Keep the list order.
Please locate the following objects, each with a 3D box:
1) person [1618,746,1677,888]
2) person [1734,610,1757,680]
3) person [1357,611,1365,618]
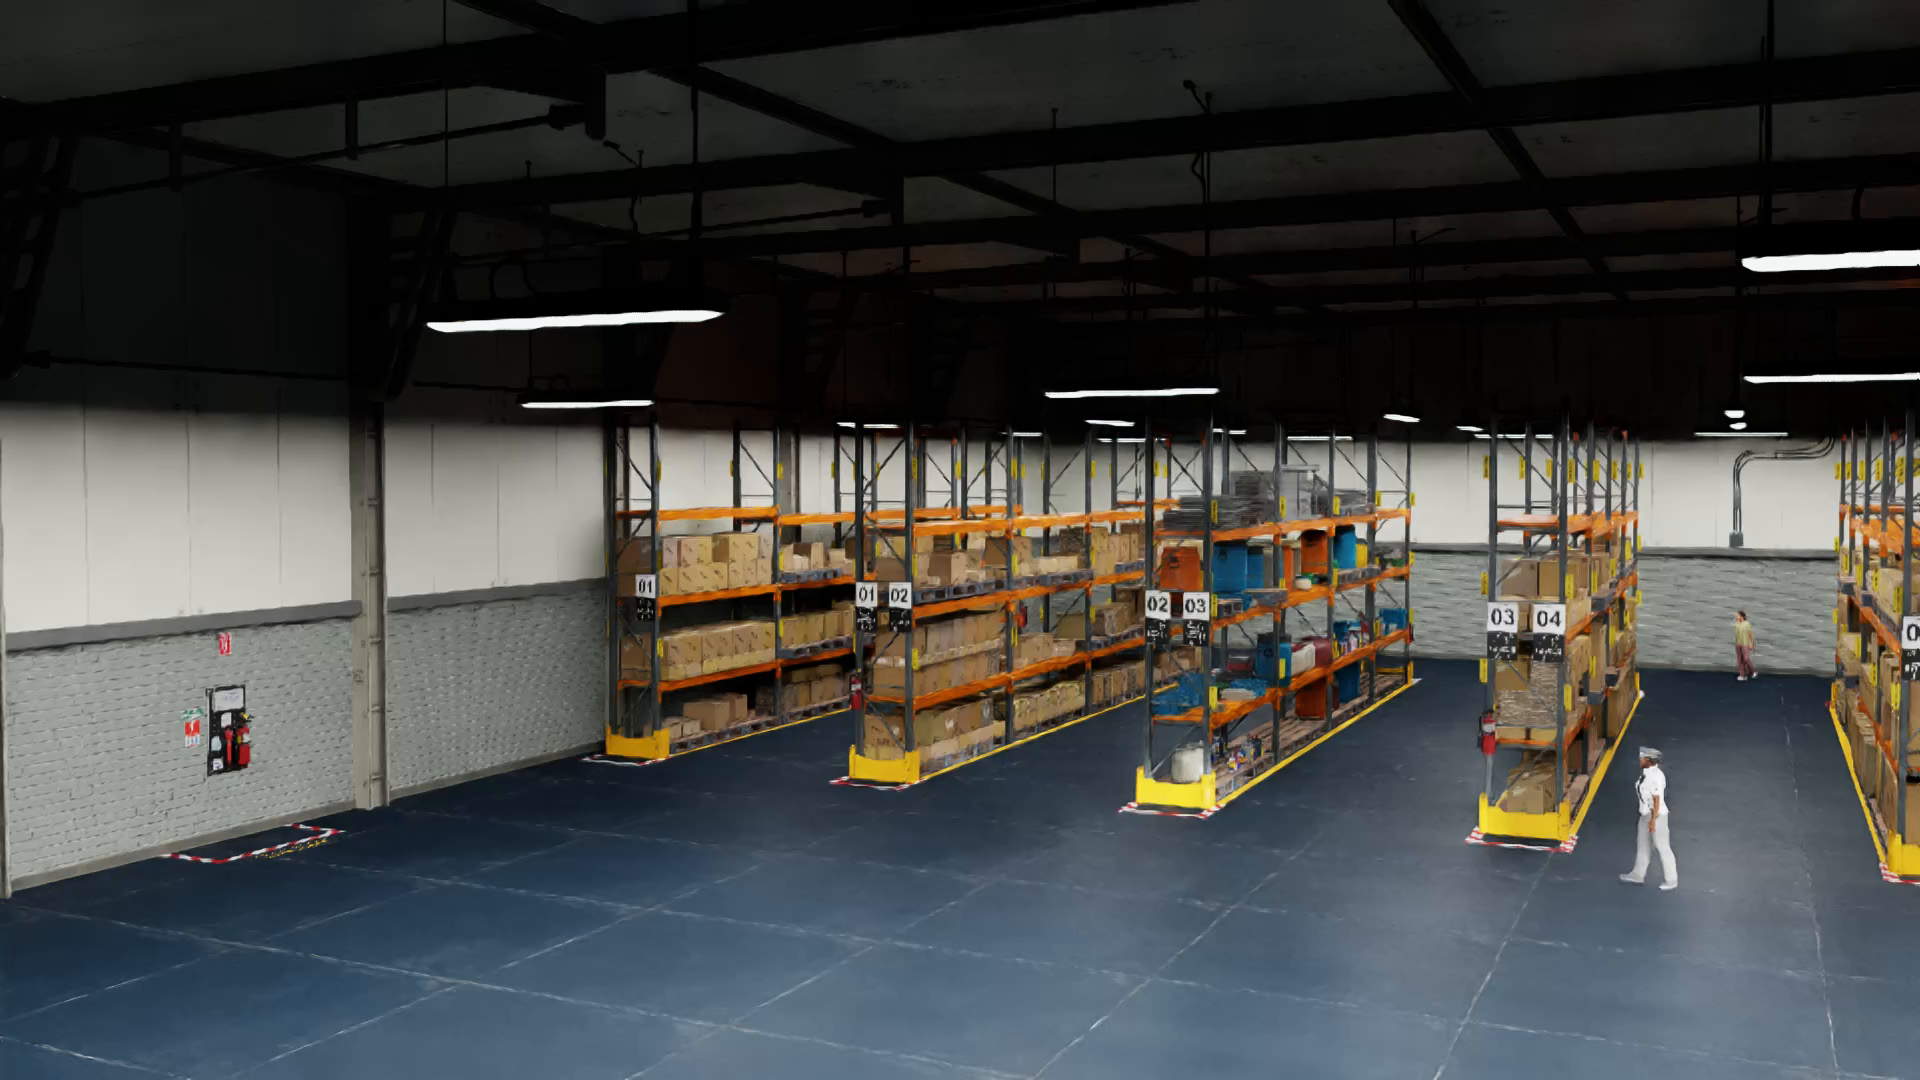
[{"bbox_3d":[8.311,3.321,20.045,0.603,1.656,0.594,0,2,9],"label":"person"},{"bbox_3d":[18.754,2.507,39.688,0.508,1.667,0.519,-1,3,-27],"label":"person"},{"bbox_3d":[9.890,2.512,40.831,0.884,1.542,0.457,-2,3,-41],"label":"person"}]
